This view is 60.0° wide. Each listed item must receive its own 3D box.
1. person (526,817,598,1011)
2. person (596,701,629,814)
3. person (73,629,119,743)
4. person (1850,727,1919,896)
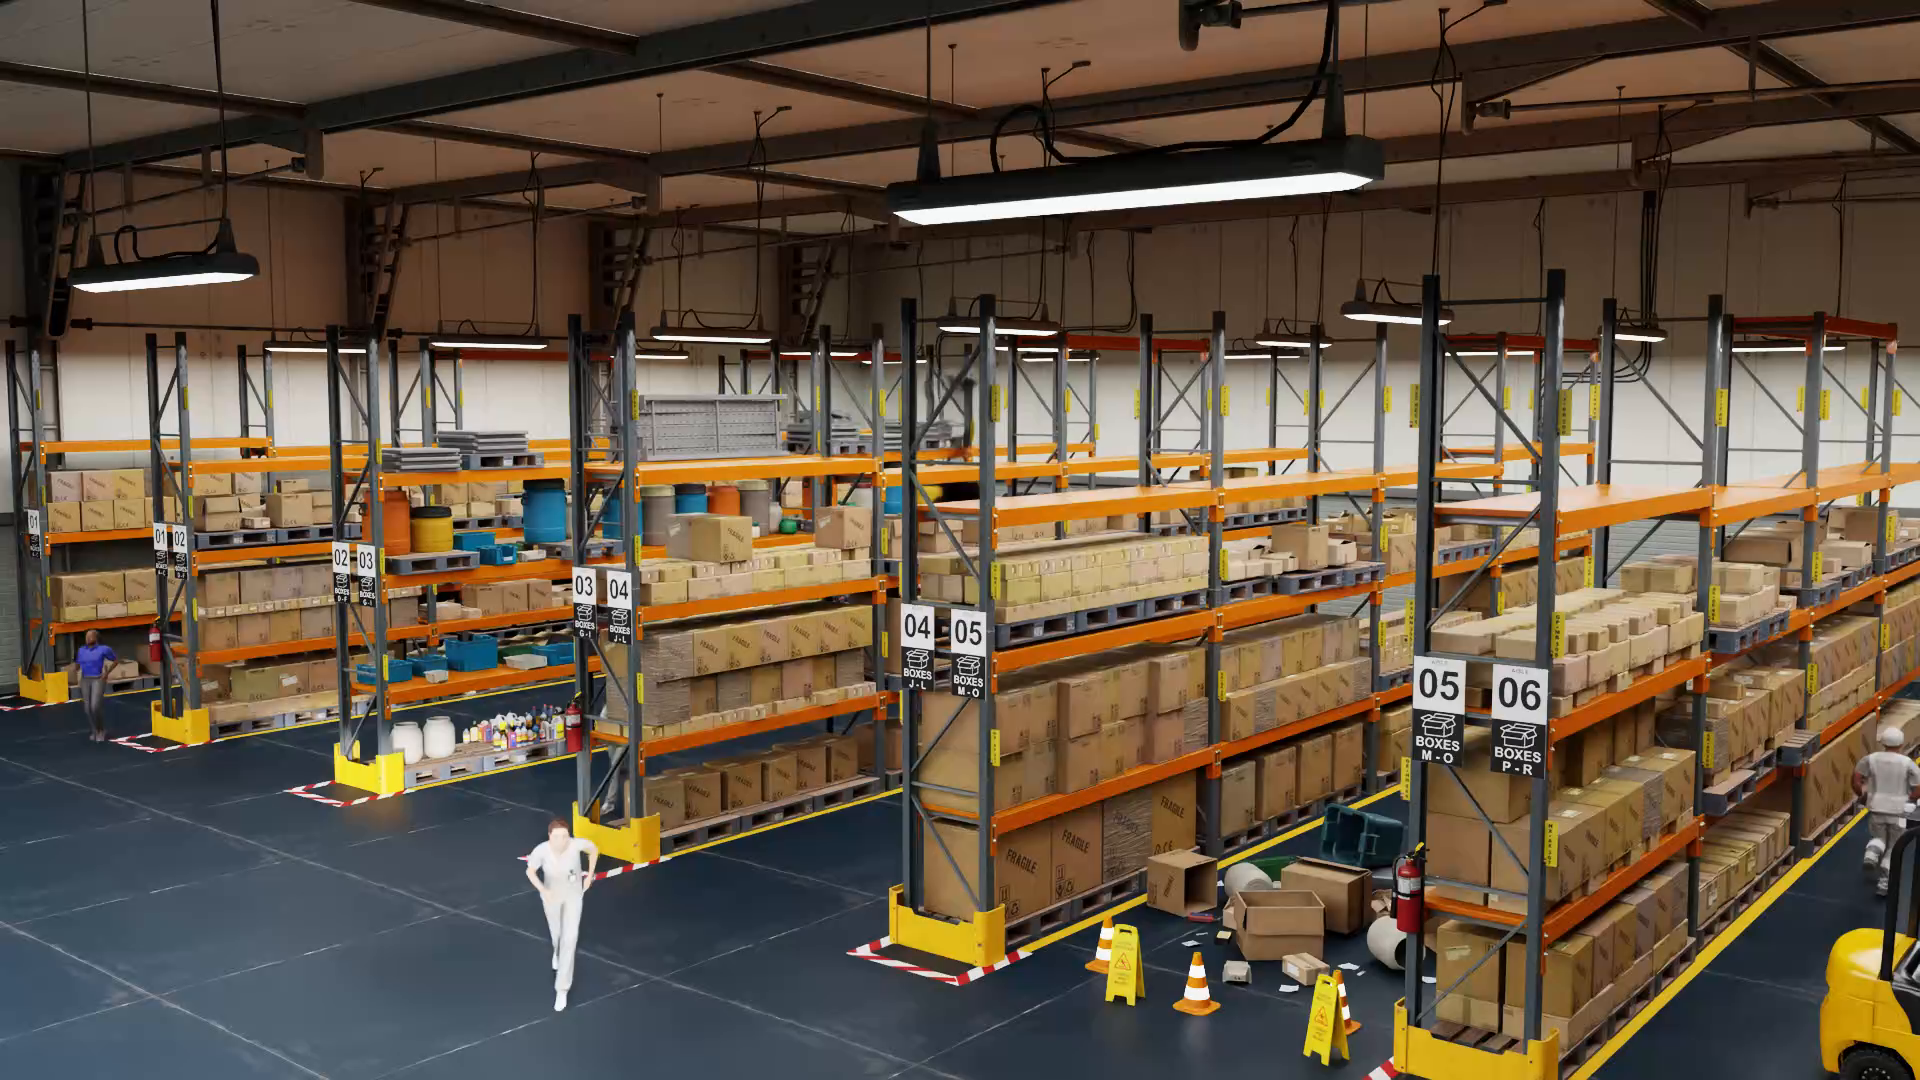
[{"bbox_3d":[-3.421,3.103,14.313,0.601,1.625,1.004,-2,5,-17],"label":"person"},{"bbox_3d":[-4.177,2.513,20.444,0.537,1.579,0.881,3,6,29],"label":"person"},{"bbox_3d":[-12.768,2.162,24.487,0.578,1.694,0.616,0,5,-2],"label":"person"},{"bbox_3d":[9.522,2.767,17.050,0.655,1.742,0.593,4,7,41],"label":"person"}]
